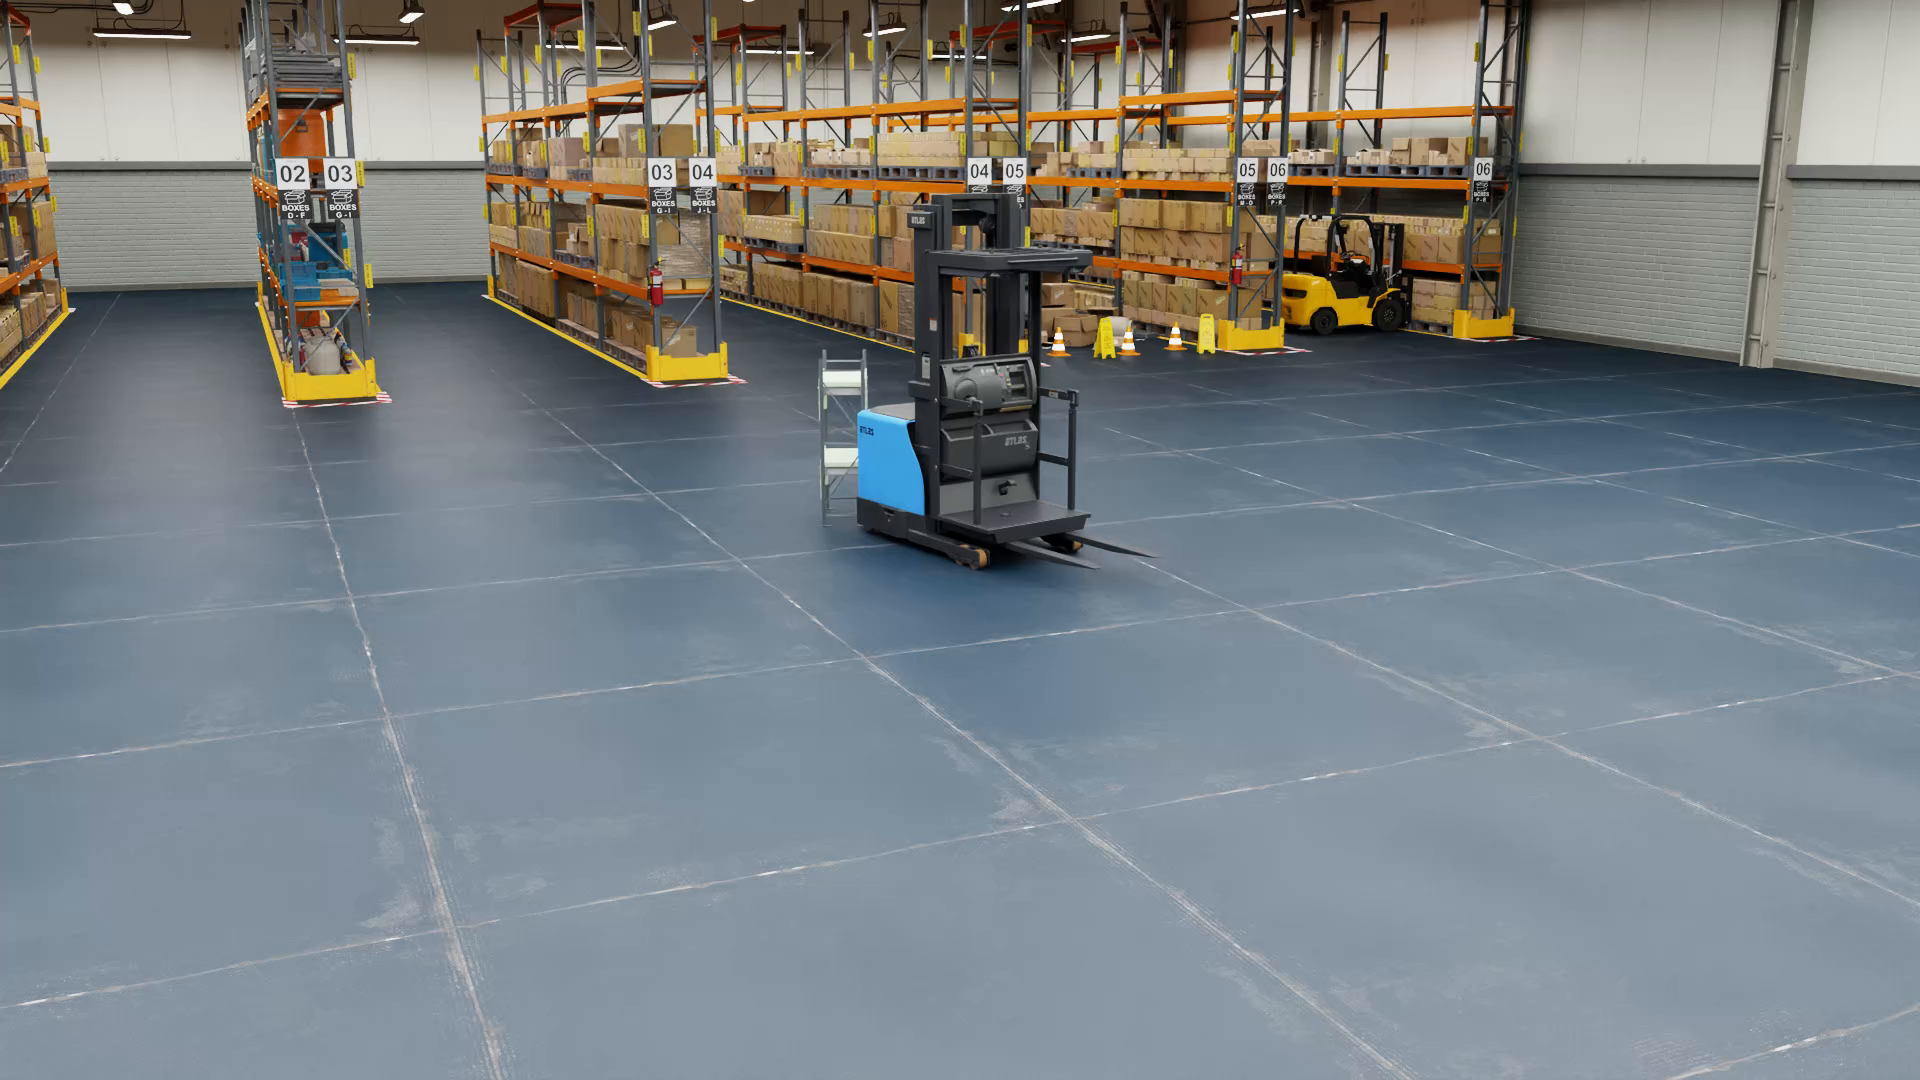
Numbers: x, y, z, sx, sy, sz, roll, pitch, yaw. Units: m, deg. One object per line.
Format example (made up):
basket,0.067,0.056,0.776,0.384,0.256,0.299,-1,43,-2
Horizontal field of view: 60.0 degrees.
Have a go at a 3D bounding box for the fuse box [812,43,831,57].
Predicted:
fuse box,-3.864,-13.682,46.434,0.513,0.334,0.176,-6,14,-23

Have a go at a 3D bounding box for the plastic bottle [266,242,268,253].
plastic bottle,-13.569,-5.699,32.599,0.061,0.283,0.133,-6,14,-23

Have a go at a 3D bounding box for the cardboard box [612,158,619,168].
cardboard box,-5.231,-5.914,26.064,0.380,0.149,0.250,-6,14,-24

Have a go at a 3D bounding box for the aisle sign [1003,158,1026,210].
aisle sign,0.855,-5.572,26.026,0.394,0.787,0.004,-6,14,-23

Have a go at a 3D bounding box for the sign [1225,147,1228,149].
sign,5.891,-8.527,36.762,0.100,0.325,0.005,-6,14,-23

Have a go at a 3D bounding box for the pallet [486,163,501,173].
pallet,-10.136,-8.437,37.716,1.003,0.211,1.213,-6,14,-23

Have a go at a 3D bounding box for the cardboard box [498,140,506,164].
cardboard box,-9.819,-8.602,36.859,0.700,0.500,0.500,-7,15,-27

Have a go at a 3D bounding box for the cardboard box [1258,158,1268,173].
cardboard box,5.089,-6.422,28.485,0.500,0.250,0.500,-6,14,-24

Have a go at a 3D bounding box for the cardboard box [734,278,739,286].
cardboard box,-4.916,-5.877,37.844,0.380,0.149,0.250,-6,14,-25

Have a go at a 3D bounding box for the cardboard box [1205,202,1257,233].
cardboard box,4.642,-5.527,28.500,0.700,0.500,0.500,-6,14,-24

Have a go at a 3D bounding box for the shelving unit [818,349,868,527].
shelving unit,-1.050,-0.937,15.091,0.431,1.500,0.755,0,13,-2

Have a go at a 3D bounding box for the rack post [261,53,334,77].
rack post,-9.377,-6.702,23.536,0.937,0.300,0.954,-6,14,-24

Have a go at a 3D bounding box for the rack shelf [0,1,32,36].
rack shelf,-18.720,-10.055,32.084,1.077,0.370,4.000,-6,14,-23

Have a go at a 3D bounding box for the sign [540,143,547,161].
sign,-7.750,-7.222,30.946,0.100,0.325,0.005,-6,14,-23

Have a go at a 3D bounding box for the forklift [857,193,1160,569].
forklift,0.373,-1.316,13.554,1.130,2.935,3.031,-10,16,-36

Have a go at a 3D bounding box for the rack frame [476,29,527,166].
rack frame,-10.443,-10.094,38.026,1.000,3.000,0.127,-6,14,-23

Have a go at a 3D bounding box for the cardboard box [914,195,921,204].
cardboard box,-0.804,-8.163,40.546,0.500,0.500,0.500,-6,14,-23

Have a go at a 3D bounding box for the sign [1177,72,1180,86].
sign,5.292,-11.195,40.362,0.100,0.325,0.005,-6,14,-23

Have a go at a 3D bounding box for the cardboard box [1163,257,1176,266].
cardboard box,3.907,-5.056,30.120,0.380,0.149,0.250,-6,14,-23

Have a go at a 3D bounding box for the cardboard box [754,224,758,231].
cardboard box,-4.205,-6.716,35.701,0.380,0.149,0.250,-6,14,-25

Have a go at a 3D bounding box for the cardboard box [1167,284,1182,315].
cardboard box,4.079,-4.345,29.996,0.500,0.500,0.500,-6,14,-24

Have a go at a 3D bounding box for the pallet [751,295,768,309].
pallet,-3.942,-5.253,36.597,1.003,0.211,1.213,-6,14,-23

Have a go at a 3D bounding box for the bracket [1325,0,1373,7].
bracket,8.616,-10.697,32.650,0.076,0.066,4.783,-6,14,-23

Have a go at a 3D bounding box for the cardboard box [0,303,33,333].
cardboard box,-16.452,-3.848,28.913,0.500,0.500,0.500,-6,14,-25

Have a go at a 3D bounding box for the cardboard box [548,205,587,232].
cardboard box,-7.516,-6.208,32.096,0.797,0.503,0.637,-5,14,-21

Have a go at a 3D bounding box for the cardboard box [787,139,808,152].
cardboard box,-3.272,-7.993,33.682,0.396,0.266,0.258,-6,14,-23

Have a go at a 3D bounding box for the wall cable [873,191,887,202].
wall cable,-2.348,-9.855,48.043,0.588,1.984,0.122,-6,14,-23

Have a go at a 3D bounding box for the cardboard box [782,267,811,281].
cardboard box,-3.380,-5.519,34.511,0.500,0.250,0.500,-5,14,-22

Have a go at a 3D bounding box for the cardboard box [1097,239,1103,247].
cardboard box,2.896,-5.807,32.433,0.380,0.149,0.250,-6,14,-25

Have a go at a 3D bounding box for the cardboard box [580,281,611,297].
cardboard box,-6.721,-4.636,30.653,0.500,0.250,0.500,-4,14,-17

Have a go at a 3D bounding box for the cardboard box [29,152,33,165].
cardboard box,-18.088,-7.309,31.868,0.500,0.250,0.500,-6,14,-23

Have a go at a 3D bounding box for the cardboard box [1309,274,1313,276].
cardboard box,7.772,-5.191,34.480,0.875,0.625,0.625,-5,14,-20

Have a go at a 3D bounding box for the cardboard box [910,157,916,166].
cardboard box,-0.607,-6.291,27.652,0.380,0.149,0.250,-5,14,-22

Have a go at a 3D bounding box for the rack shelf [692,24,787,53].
rack shelf,-5.057,-11.377,37.792,1.077,0.370,4.000,-6,14,-23

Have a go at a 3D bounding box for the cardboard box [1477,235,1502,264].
cardboard box,9.649,-5.386,30.767,0.500,0.500,0.500,-5,14,-21

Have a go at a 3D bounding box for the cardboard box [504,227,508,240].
cardboard box,-9.672,-6.696,36.323,0.500,0.250,0.500,-5,14,-22

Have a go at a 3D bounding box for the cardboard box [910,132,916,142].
cardboard box,-0.607,-6.680,27.562,0.380,0.149,0.250,-6,14,-23

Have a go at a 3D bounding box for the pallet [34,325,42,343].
pallet,-17.066,-3.675,29.781,1.003,0.211,1.213,-6,14,-23

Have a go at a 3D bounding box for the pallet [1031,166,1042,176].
pallet,1.535,-7.911,35.665,1.213,0.211,1.003,-5,14,-20

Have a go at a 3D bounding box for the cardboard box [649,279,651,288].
cardboard box,-4.436,-3.835,24.845,0.380,0.149,0.250,-6,14,-23

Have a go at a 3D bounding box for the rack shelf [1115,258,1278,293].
rack shelf,4.245,-4.823,30.153,1.077,0.370,4.000,-6,14,-23

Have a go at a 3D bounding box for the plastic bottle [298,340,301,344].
plastic bottle,-10.062,-2.906,25.351,0.097,0.271,0.097,0,13,0

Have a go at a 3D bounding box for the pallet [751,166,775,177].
pallet,-3.687,-7.791,35.143,1.213,0.211,1.003,-6,14,-23

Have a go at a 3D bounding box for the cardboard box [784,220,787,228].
cardboard box,-3.368,-6.430,33.804,0.380,0.149,0.250,-6,14,-24

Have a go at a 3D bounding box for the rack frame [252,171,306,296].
rack frame,-14.981,-6.724,36.769,1.000,3.000,0.127,-6,14,-23

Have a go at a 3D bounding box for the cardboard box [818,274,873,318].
cardboard box,-2.138,-4.740,32.255,1.050,0.750,0.750,-5,14,-22

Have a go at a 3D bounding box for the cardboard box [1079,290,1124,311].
cardboard box,2.941,-4.768,33.214,0.950,0.372,0.625,-5,14,-19

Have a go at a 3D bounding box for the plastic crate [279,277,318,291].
plastic crate,-9.301,-3.557,23.415,0.499,0.251,0.408,-6,14,-23

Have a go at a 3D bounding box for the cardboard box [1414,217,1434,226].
cardboard box,8.762,-5.976,31.219,0.380,0.149,0.250,-5,14,-22

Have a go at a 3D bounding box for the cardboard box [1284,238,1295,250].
cardboard box,7.172,-6.252,35.065,0.500,0.250,0.500,-6,14,-23

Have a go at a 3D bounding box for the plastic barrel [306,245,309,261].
plastic barrel,-10.356,-4.528,26.982,0.433,0.535,0.433,0,13,0
